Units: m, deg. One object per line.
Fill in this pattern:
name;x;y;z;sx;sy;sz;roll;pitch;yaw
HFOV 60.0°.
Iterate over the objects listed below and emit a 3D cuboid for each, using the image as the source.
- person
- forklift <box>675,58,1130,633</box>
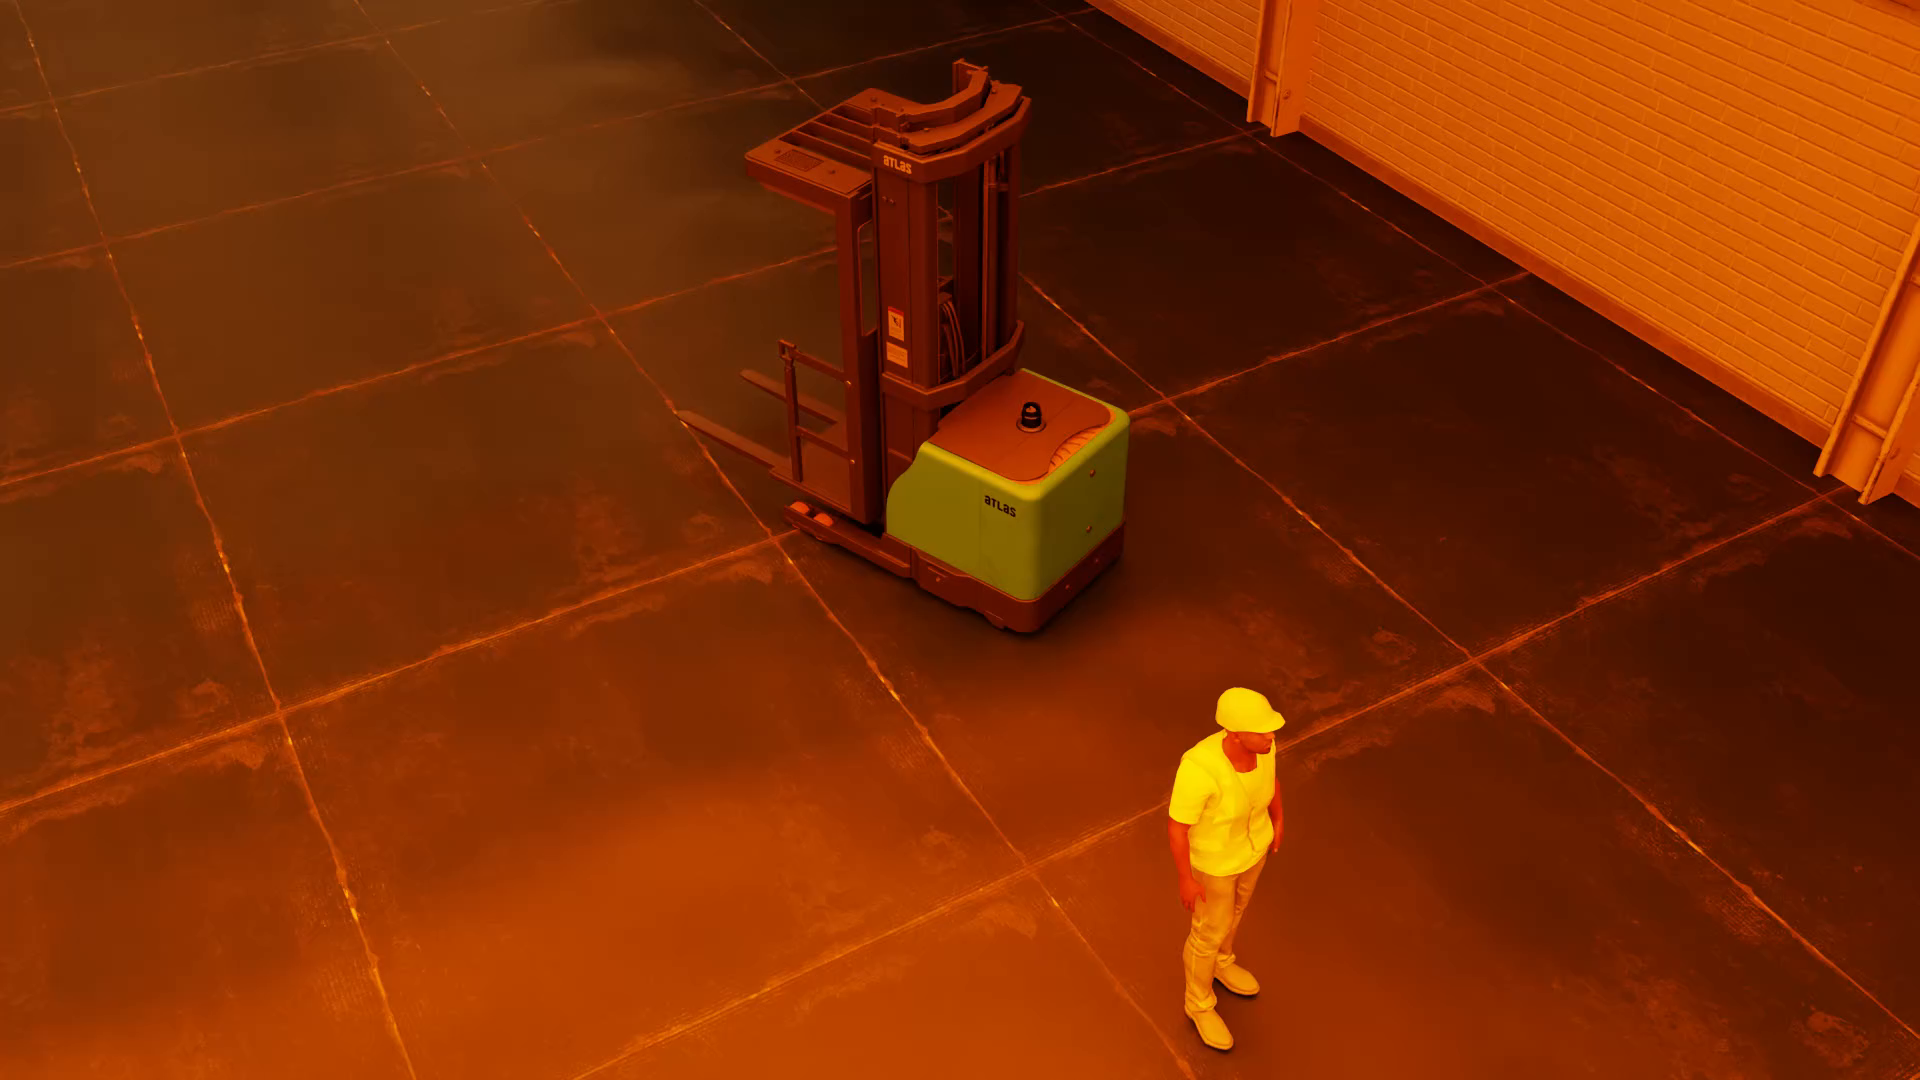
person;1.227;1.388;7.264;0.666;1.765;0.577;-30;48;-31
forklift;-0.481;-1.366;9.683;3.031;2.935;1.130;26;46;28
